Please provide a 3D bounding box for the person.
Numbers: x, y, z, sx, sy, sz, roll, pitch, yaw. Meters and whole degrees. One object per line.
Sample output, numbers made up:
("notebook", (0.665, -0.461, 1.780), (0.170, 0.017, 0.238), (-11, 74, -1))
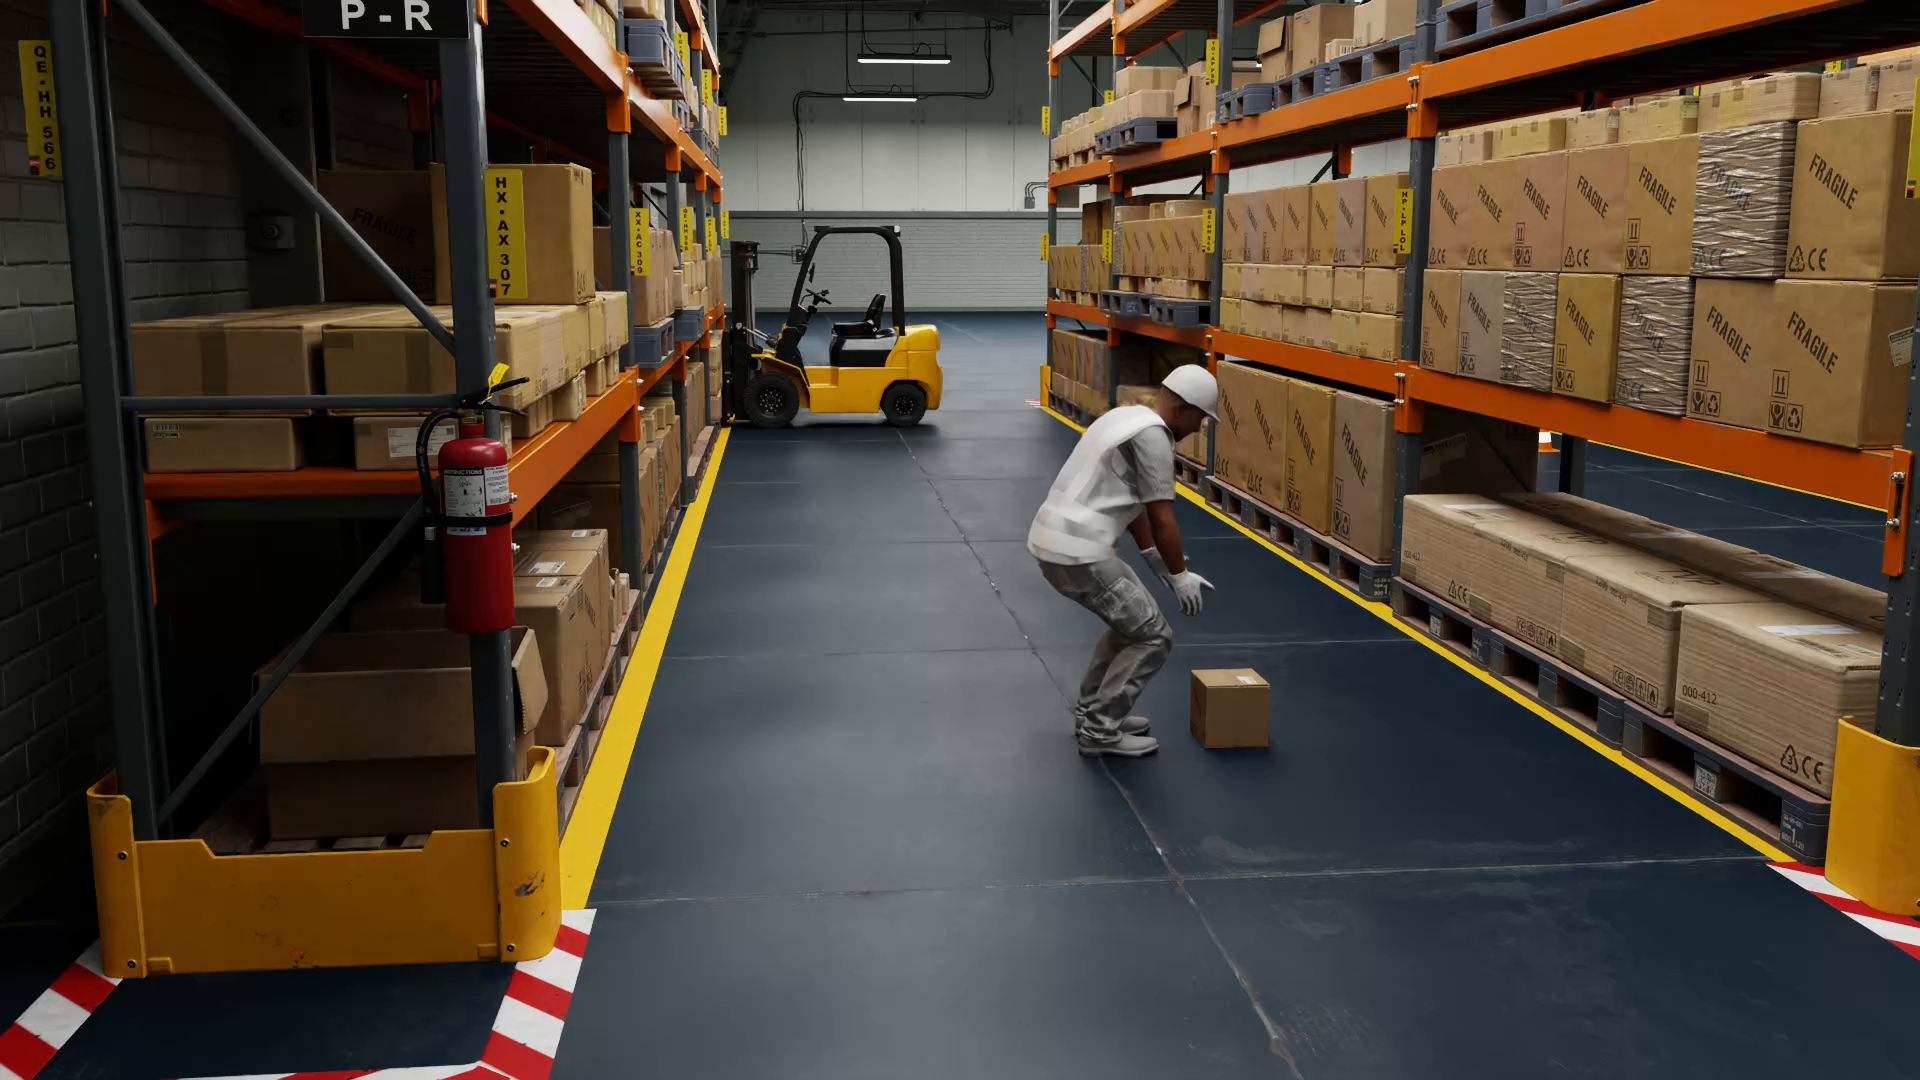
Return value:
("person", (0.627, 0.062, 6.401), (0.737, 1.469, 0.611), (-1, 10, -6))
